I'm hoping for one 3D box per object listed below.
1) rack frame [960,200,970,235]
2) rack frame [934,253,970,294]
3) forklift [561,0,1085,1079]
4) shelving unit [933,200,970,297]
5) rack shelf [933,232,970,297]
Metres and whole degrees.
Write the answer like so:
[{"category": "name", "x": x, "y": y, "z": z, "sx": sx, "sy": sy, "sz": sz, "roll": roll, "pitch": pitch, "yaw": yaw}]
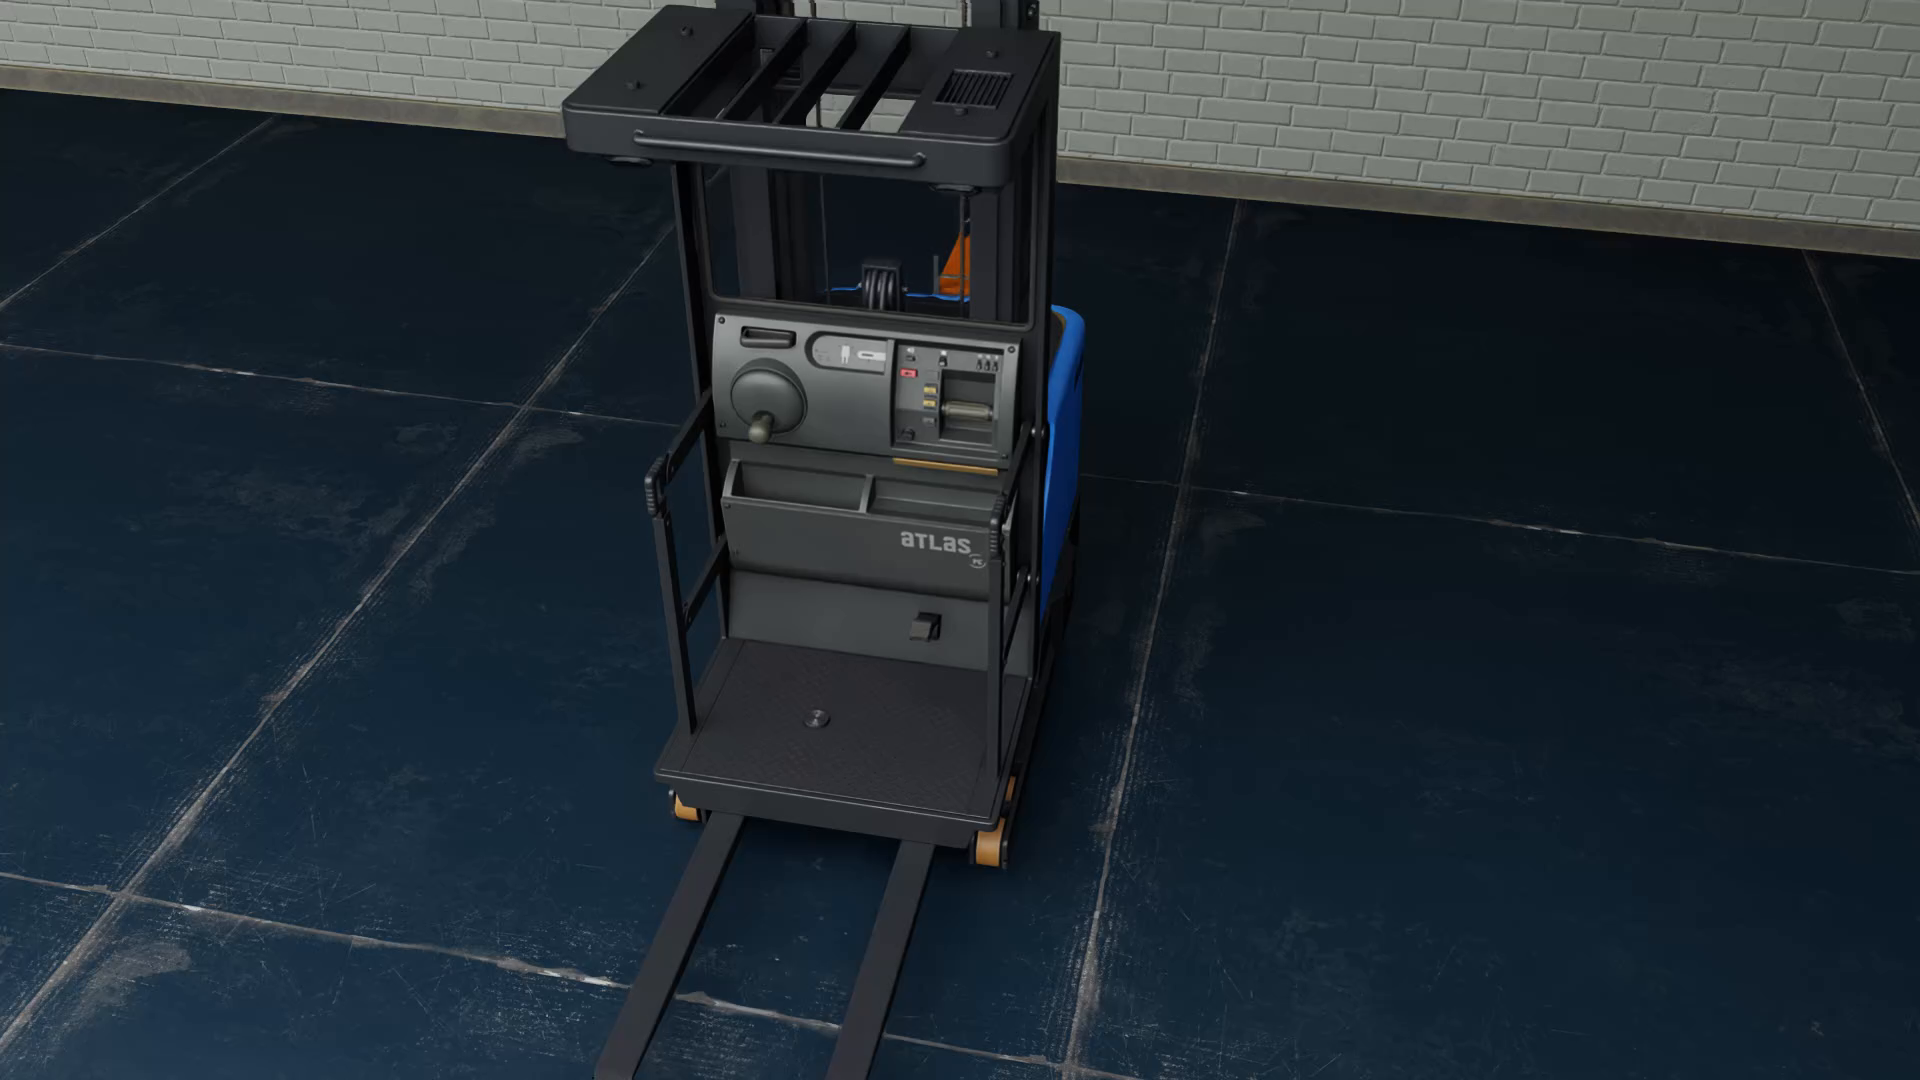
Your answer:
[{"category": "rack frame", "x": 0.121, "y": -0.842, "z": 6.889, "sx": 0.240, "sy": 1.200, "sz": 0.015, "roll": 7, "pitch": 37, "yaw": 9}, {"category": "rack frame", "x": 0.022, "y": -0.561, "z": 6.502, "sx": 0.240, "sy": 1.200, "sz": 0.015, "roll": 7, "pitch": 37, "yaw": 9}, {"category": "forklift", "x": -0.328, "y": -0.384, "z": 4.783, "sx": 1.130, "sy": 2.935, "sz": 3.031, "roll": 7, "pitch": 37, "yaw": 9}, {"category": "shelving unit", "x": 0.072, "y": -0.702, "z": 6.696, "sx": 0.258, "sy": 1.200, "sz": 0.503, "roll": 7, "pitch": 37, "yaw": 9}, {"category": "rack shelf", "x": 0.072, "y": -1.020, "z": 6.465, "sx": 0.258, "sy": 0.148, "sz": 0.480, "roll": 7, "pitch": 37, "yaw": 9}]
